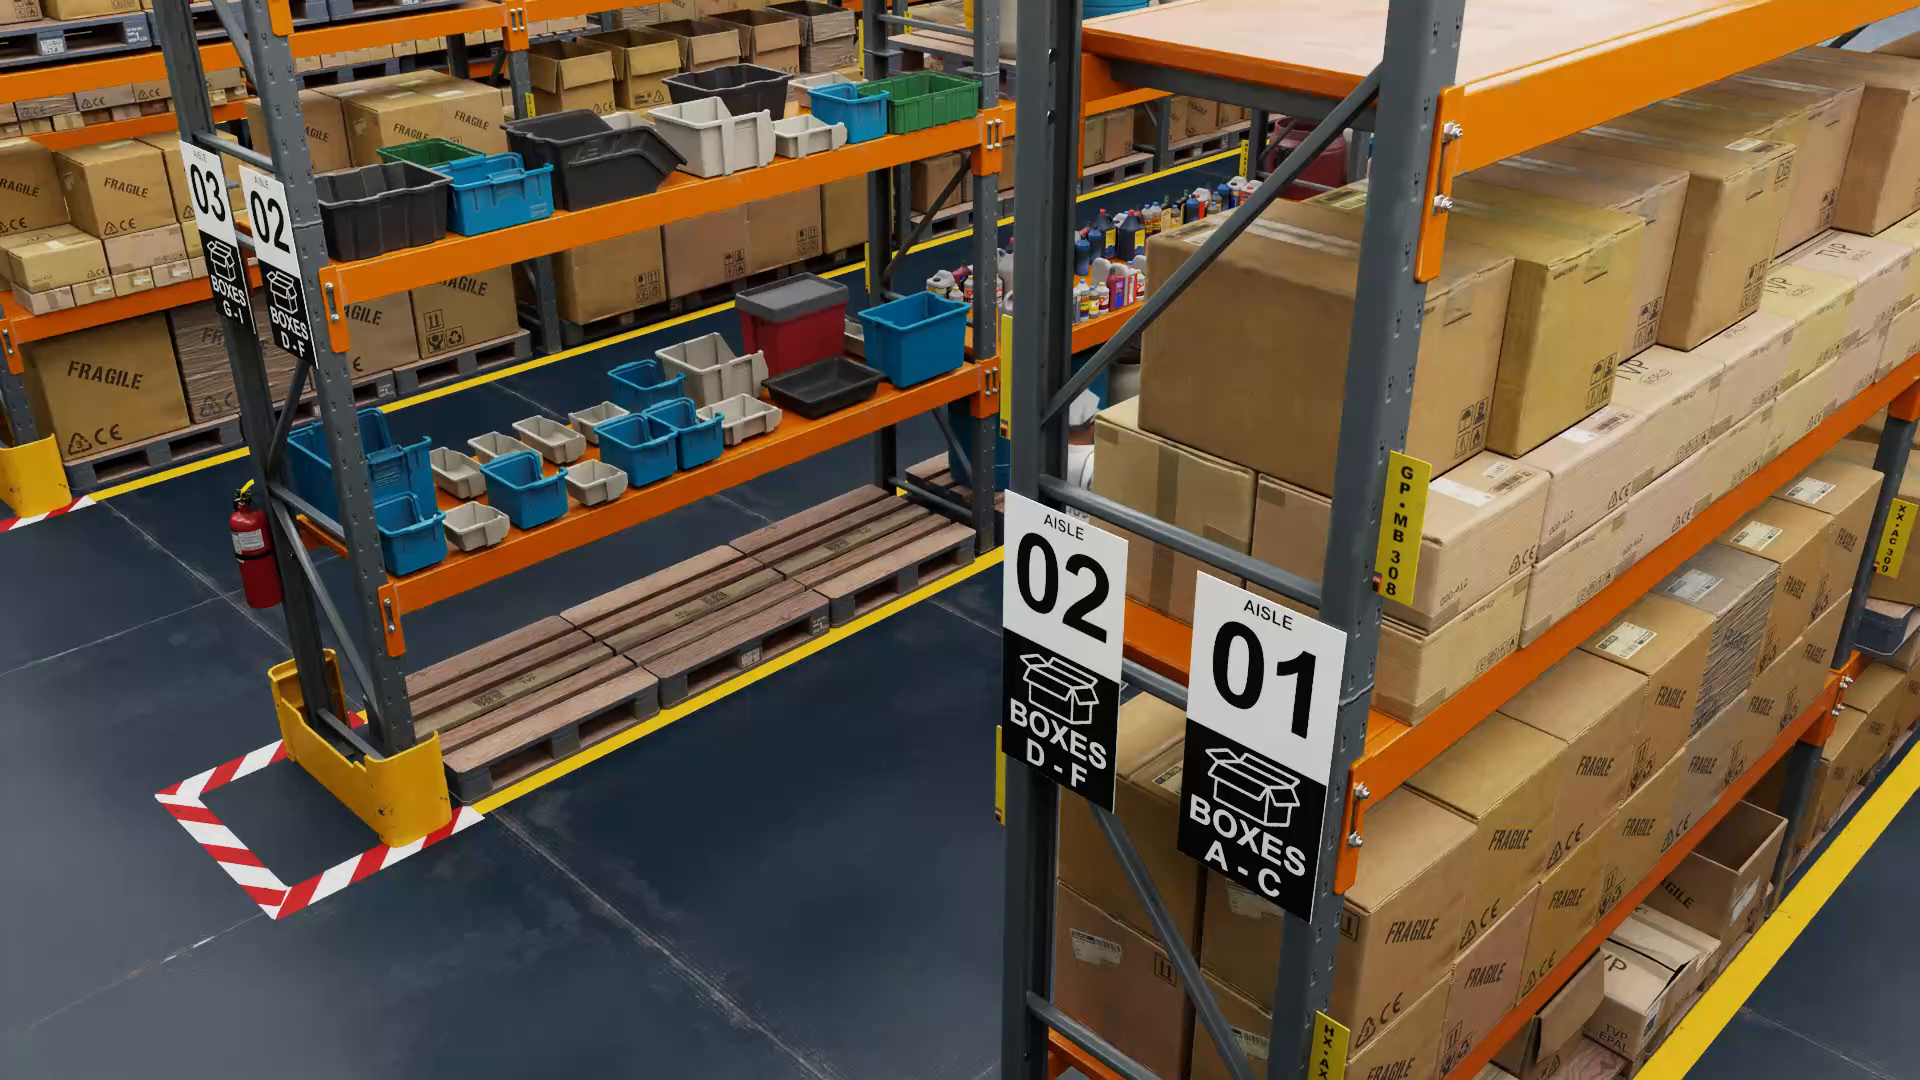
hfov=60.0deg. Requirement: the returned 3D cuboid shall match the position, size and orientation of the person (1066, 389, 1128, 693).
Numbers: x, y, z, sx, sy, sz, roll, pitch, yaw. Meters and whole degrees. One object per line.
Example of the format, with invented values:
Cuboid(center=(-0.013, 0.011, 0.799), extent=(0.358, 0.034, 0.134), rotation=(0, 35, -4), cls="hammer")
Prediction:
Cuboid(center=(0.714, -0.006, 8.902), extent=(0.493, 1.763, 0.573), rotation=(25, 36, 39), cls="person")
